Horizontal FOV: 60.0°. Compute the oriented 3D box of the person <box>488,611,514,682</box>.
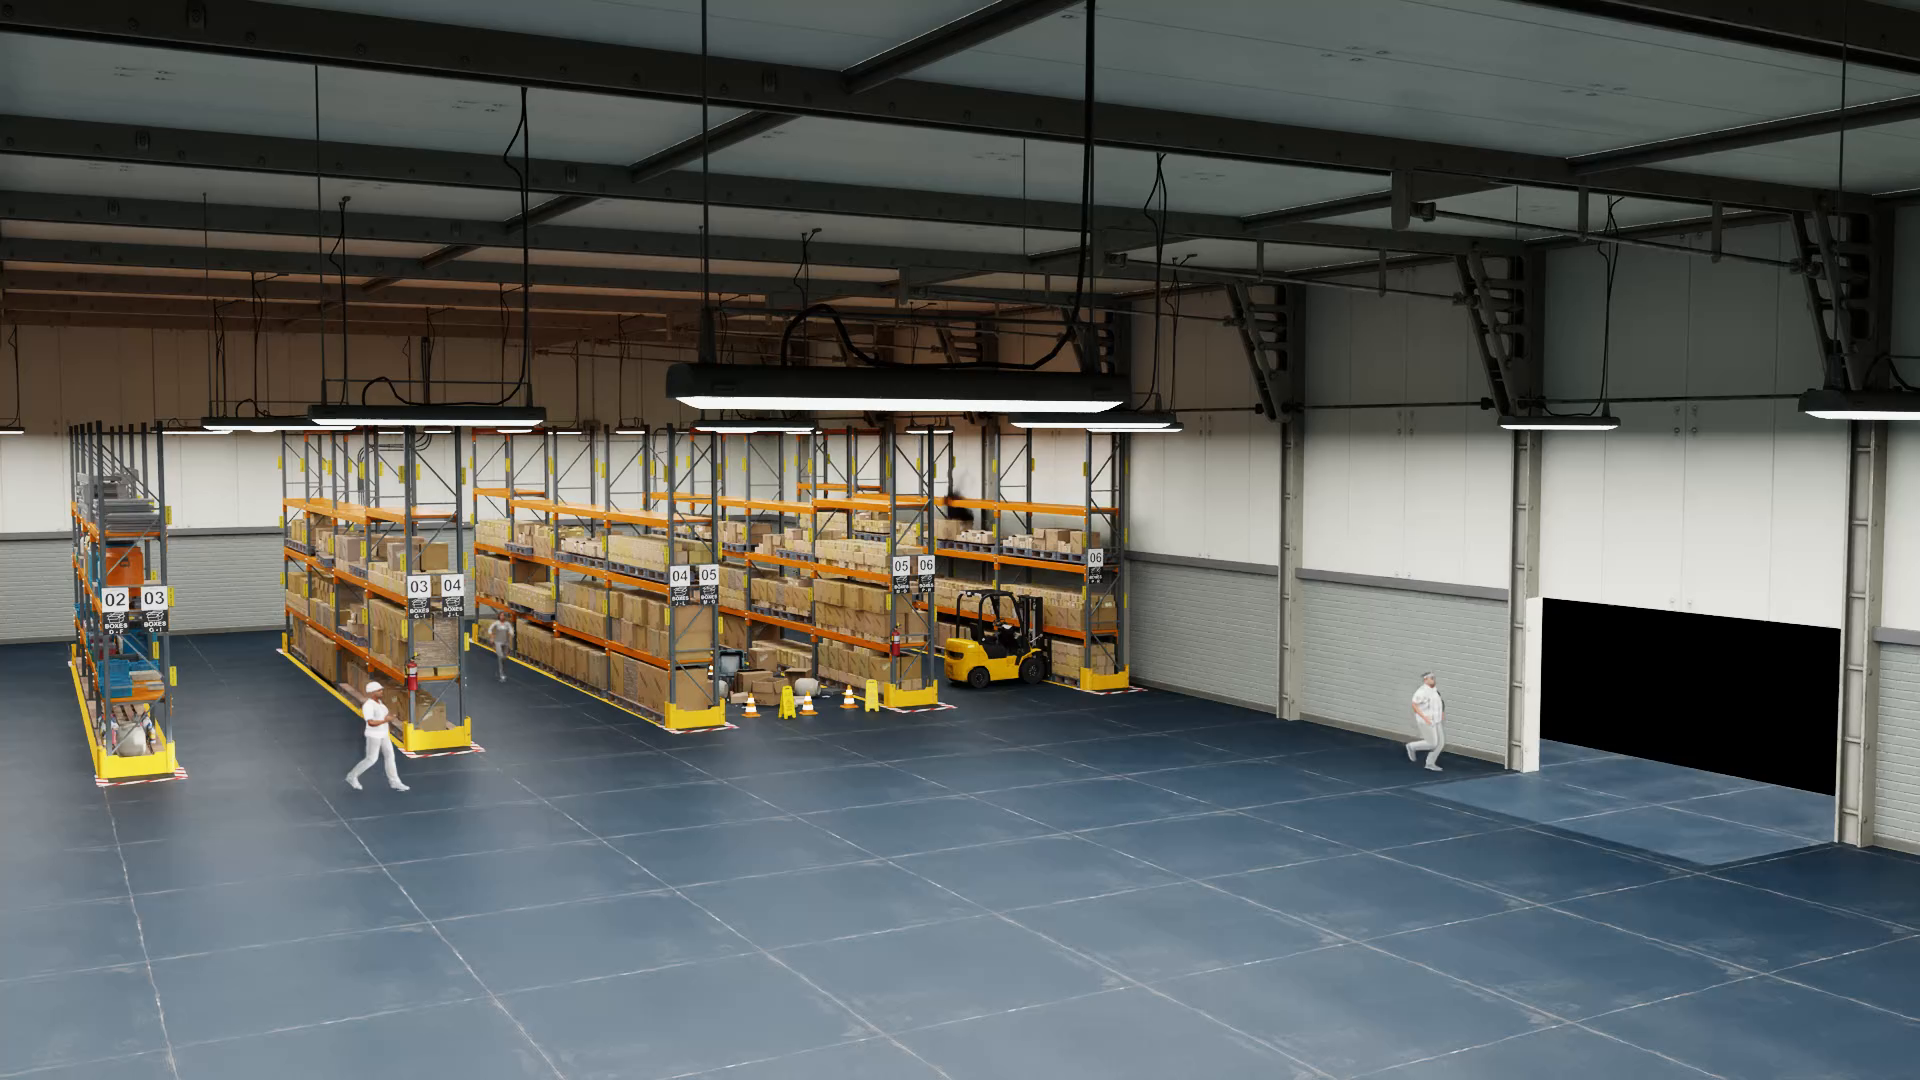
[{"bbox_3d":[-10.799,2.488,39.189,0.518,1.630,0.783,-2,4,-32],"label":"person"}]

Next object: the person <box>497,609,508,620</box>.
[{"bbox_3d":[-13.215,1.923,48.237,0.733,1.697,0.650,1,4,22],"label":"person"}]

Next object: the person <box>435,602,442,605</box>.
[{"bbox_3d":[-14.473,2.029,45.602,0.685,1.787,0.938,0,4,-6],"label":"person"}]

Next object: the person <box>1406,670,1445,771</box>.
[{"bbox_3d":[8.046,3.088,28.655,0.668,1.738,0.630,-3,5,-43],"label":"person"}]

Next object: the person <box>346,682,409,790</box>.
[{"bbox_3d":[-9.376,3.157,26.735,0.977,1.759,0.697,0,4,3],"label":"person"}]
